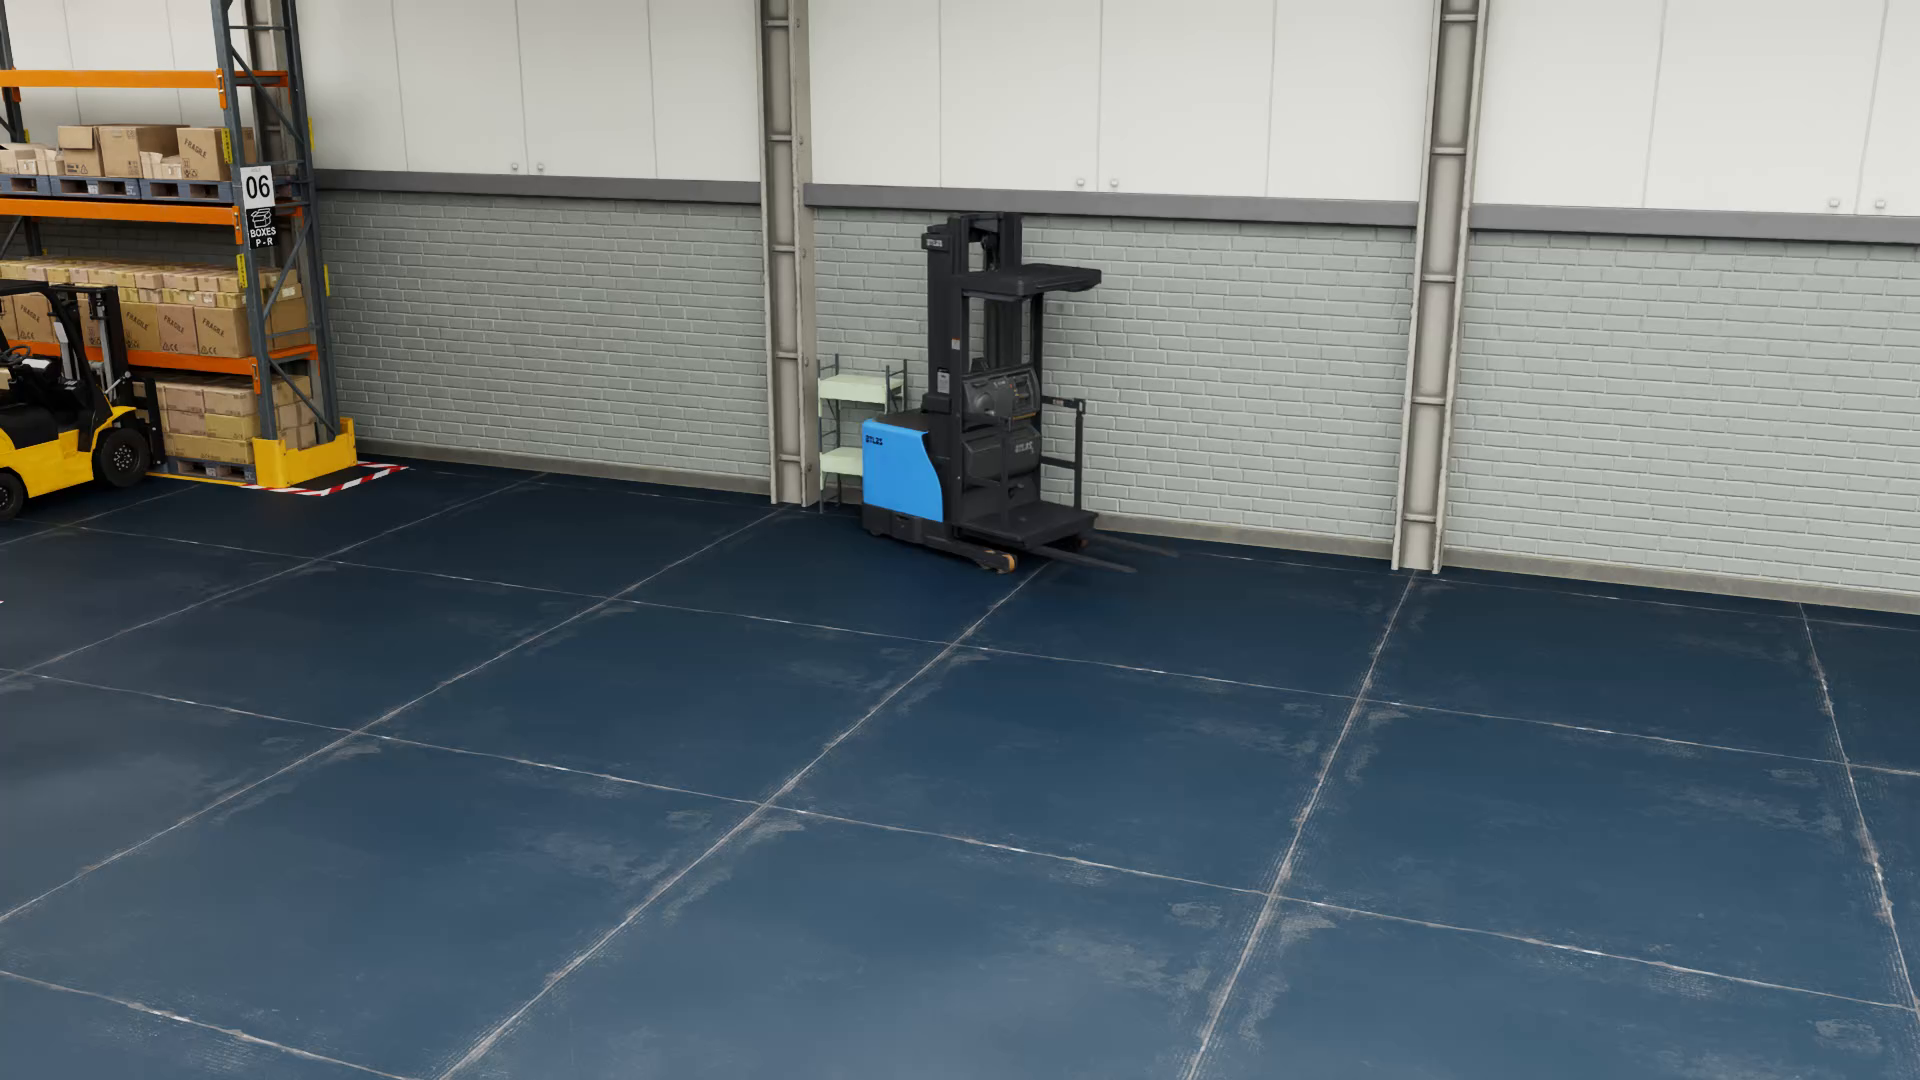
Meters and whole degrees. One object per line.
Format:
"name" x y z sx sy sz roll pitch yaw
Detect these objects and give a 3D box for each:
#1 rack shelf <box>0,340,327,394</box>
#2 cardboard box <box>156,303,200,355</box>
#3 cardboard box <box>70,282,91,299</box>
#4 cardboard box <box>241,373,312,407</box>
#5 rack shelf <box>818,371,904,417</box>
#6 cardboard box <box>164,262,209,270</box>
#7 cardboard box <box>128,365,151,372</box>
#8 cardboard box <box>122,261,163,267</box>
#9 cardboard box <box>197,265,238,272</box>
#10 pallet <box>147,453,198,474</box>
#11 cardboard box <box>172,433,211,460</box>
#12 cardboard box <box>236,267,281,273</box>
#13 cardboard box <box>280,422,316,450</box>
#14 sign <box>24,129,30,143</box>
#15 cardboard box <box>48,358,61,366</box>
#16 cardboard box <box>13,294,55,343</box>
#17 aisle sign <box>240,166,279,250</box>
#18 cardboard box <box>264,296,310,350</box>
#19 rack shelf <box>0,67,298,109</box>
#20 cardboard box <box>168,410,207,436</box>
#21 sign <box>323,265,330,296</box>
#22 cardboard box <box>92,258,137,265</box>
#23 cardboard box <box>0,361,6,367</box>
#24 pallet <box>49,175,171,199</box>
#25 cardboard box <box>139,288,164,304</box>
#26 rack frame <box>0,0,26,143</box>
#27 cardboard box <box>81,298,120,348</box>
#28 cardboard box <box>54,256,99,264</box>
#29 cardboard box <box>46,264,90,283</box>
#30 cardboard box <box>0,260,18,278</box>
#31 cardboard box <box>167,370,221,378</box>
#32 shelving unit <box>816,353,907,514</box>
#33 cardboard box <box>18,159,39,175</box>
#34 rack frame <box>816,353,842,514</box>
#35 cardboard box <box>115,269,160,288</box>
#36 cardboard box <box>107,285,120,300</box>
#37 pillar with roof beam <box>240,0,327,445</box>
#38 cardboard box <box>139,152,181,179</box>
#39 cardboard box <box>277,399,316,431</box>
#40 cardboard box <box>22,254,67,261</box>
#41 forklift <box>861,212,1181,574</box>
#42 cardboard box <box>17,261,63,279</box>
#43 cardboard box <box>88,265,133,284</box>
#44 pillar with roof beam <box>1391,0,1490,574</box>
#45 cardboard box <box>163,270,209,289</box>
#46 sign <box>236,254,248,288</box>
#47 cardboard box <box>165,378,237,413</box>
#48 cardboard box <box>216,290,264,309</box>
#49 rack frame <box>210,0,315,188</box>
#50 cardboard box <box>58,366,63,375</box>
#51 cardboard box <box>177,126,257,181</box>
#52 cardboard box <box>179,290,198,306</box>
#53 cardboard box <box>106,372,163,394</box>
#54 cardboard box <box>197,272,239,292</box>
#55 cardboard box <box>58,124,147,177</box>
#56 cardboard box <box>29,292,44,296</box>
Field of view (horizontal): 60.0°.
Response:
"rack shelf" -8.756 -1.992 17.947 4.000 0.370 1.077 6 17 21
"cardboard box" -7.929 -2.219 17.258 0.500 0.500 0.500 7 18 22
"cardboard box" -9.236 -2.663 17.623 0.250 0.149 0.380 6 17 19
"cardboard box" -7.273 -1.593 17.666 0.500 0.250 0.500 6 17 20
"rack shelf" -0.926 -1.357 15.757 0.720 0.370 0.431 7 18 23
"cardboard box" -8.298 -2.886 17.860 0.250 0.149 0.380 6 17 19
"cardboard box" -9.145 -1.801 18.381 0.500 0.250 0.500 6 17 21
"cardboard box" -8.805 -2.917 17.966 0.250 0.149 0.380 7 18 22
"cardboard box" -7.836 -2.814 17.609 0.250 0.149 0.380 6 17 21
"pallet" -8.753 -0.987 18.194 1.213 0.211 1.003 6 17 21
"cardboard box" -7.907 -1.034 17.534 0.500 0.250 0.500 6 17 21
"cardboard box" -7.354 -2.769 17.455 0.250 0.149 0.380 7 18 23
"cardboard box" -7.280 -1.116 17.815 0.500 0.250 0.500 6 17 21
"sign" -10.414 -4.413 18.546 0.005 0.325 0.100 6 17 21
"cardboard box" -10.088 -1.904 18.736 0.500 0.250 0.500 7 17 22
"cardboard box" -9.809 -2.428 17.979 0.500 0.500 0.500 7 17 22
"aisle sign" -6.942 -3.299 16.494 0.004 0.787 0.394 6 17 21
"cardboard box" -7.254 -2.304 17.551 0.500 0.500 0.500 7 18 22
"rack shelf" -8.756 -4.681 17.166 4.000 0.370 1.077 6 17 21
"cardboard box" -7.925 -1.277 17.476 0.500 0.250 0.500 6 17 20
"sign" -6.686 -2.730 17.504 0.005 0.325 0.100 6 17 21
"cardboard box" -9.249 -2.990 18.215 0.250 0.149 0.380 6 17 20
"cardboard box" -11.106 -1.654 18.998 0.625 0.625 0.875 7 18 23
"pallet" -8.682 -3.735 17.437 1.213 0.211 1.003 6 17 21
"cardboard box" -8.280 -2.560 17.268 0.250 0.149 0.380 6 17 19
"rack frame" -10.616 -5.424 17.715 0.127 3.000 1.000 6 17 21
"cardboard box" -8.877 -2.320 17.606 0.500 0.500 0.500 6 17 21
"cardboard box" -9.739 -3.031 18.356 0.250 0.149 0.380 6 17 20
"cardboard box" -9.458 -2.836 17.685 0.250 0.149 0.380 6 17 20
"cardboard box" -10.429 -2.935 18.028 0.250 0.149 0.380 7 17 22
"cardboard box" -8.200 -1.697 18.024 0.500 0.250 0.500 6 17 20
"shelving unit" -0.926 -0.982 15.866 0.755 1.500 0.431 7 18 23
"cardboard box" -9.595 -3.909 17.396 0.250 0.149 0.380 7 18 22
"rack frame" -1.259 -1.024 16.012 0.023 1.500 0.400 7 18 23
"cardboard box" -8.530 -2.722 17.294 0.250 0.149 0.380 7 17 22
"cardboard box" -8.722 -2.629 17.508 0.250 0.149 0.380 6 17 20
"pillar with roof beam" -8.792 -4.203 13.510 0.400 9.000 9.100 6 17 21
"cardboard box" -8.013 -3.791 16.780 0.258 0.266 0.396 6 17 21
"cardboard box" -7.256 -1.357 17.748 0.500 0.250 0.500 7 17 22
"cardboard box" -10.208 -3.091 18.563 0.250 0.149 0.380 6 17 21
"forklift" 0.518 -1.283 14.335 3.031 2.935 1.130 14 22 41
"cardboard box" -9.912 -2.908 17.935 0.250 0.149 0.380 6 17 20
"cardboard box" -8.963 -2.803 17.573 0.250 0.149 0.380 6 17 21
"pillar with roof beam" 2.371 -2.975 9.282 0.400 9.000 9.100 6 17 21
"cardboard box" -8.004 -2.699 17.215 0.250 0.149 0.380 6 17 21
"sign" -7.107 -2.664 16.468 0.005 0.325 0.100 6 17 21
"cardboard box" -7.915 -1.512 17.386 0.500 0.250 0.500 7 17 22
"cardboard box" -7.321 -2.456 16.909 0.250 0.149 0.380 7 17 21
"rack frame" -6.895 -5.014 16.306 0.127 3.000 1.000 6 17 21
"cardboard box" -9.809 -1.718 18.097 0.500 0.250 0.500 6 17 21
"cardboard box" -7.396 -3.854 16.576 0.500 0.500 0.500 7 18 22
"cardboard box" -7.788 -2.517 17.119 0.250 0.149 0.380 7 17 22
"cardboard box" -8.857 -1.614 17.740 0.500 0.250 0.500 6 17 20
"cardboard box" -7.547 -2.635 16.993 0.250 0.149 0.380 6 17 21
"cardboard box" -8.843 -4.056 17.266 0.637 0.503 0.797 7 18 22
"cardboard box" -9.720 -2.711 17.790 0.250 0.149 0.380 7 17 22
